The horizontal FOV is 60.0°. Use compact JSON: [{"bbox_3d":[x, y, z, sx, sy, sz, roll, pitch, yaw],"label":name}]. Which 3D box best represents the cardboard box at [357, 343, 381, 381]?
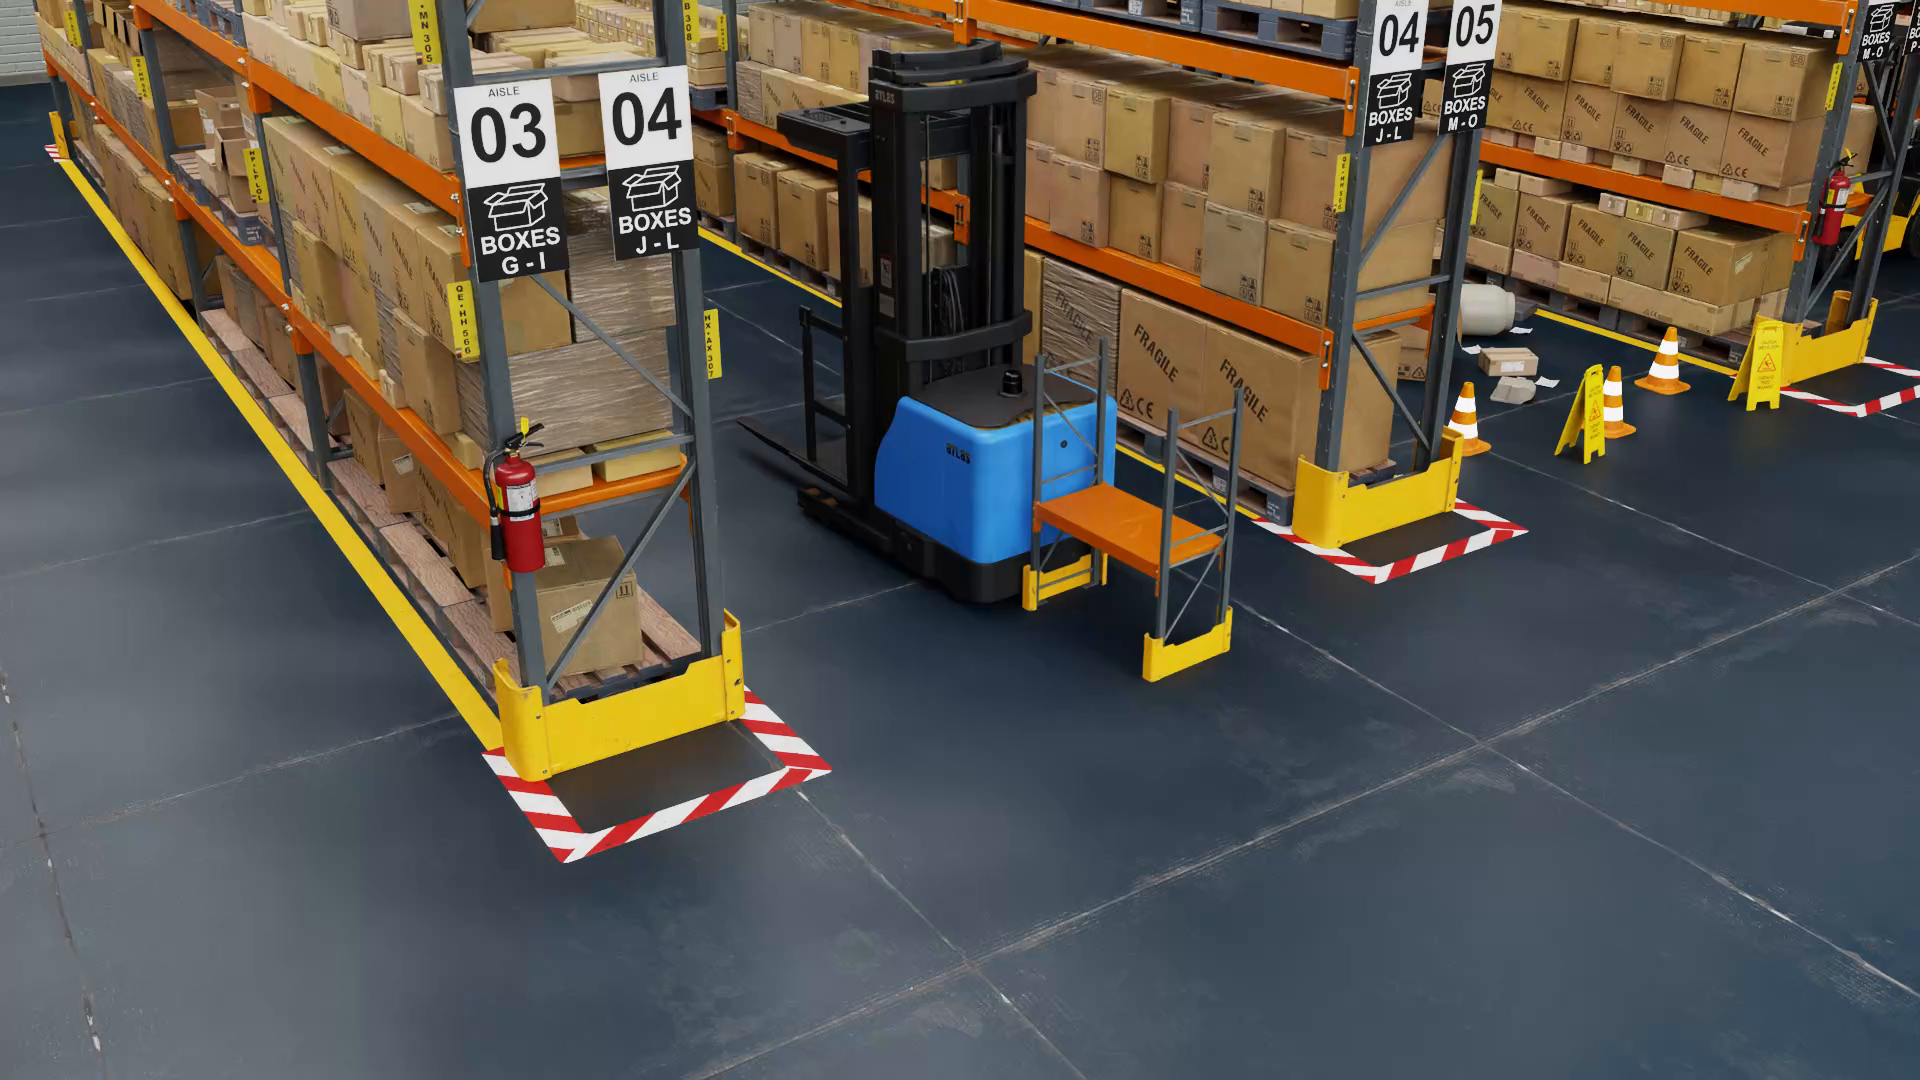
[{"bbox_3d":[-3.090,-1.013,9.177,0.380,0.149,0.250,-16,29,-30],"label":"cardboard box"}]

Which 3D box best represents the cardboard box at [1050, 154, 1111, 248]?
[{"bbox_3d":[1.152,-2.453,11.758,0.875,0.550,0.550,-16,29,-30],"label":"cardboard box"}]

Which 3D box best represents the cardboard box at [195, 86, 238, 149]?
[{"bbox_3d":[-5.641,-3.289,13.095,0.500,0.500,0.500,-20,32,-36],"label":"cardboard box"}]

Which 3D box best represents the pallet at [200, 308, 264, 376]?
[{"bbox_3d":[-5.544,-1.697,13.597,1.003,0.211,1.213,-16,29,-30],"label":"pallet"}]

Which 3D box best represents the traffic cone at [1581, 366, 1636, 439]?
[{"bbox_3d":[4.641,-1.012,11.851,0.336,0.463,0.334,-16,29,-30],"label":"traffic cone"}]

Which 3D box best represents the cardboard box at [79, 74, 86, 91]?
[{"bbox_3d":[-8.735,-4.680,16.944,0.380,0.149,0.250,-15,29,-29],"label":"cardboard box"}]

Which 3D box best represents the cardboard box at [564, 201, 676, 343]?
[{"bbox_3d":[-1.674,-1.268,7.787,0.500,0.500,0.500,-16,29,-30],"label":"cardboard box"}]

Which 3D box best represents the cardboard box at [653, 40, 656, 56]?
[{"bbox_3d":[-2.838,-4.917,16.606,0.380,0.149,0.250,-15,29,-29],"label":"cardboard box"}]

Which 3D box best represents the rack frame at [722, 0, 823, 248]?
[{"bbox_3d":[-1.758,-4.358,15.967,1.000,3.000,0.127,-16,29,-30],"label":"rack frame"}]

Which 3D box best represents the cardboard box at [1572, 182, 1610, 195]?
[{"bbox_3d":[5.624,-2.889,14.707,0.500,0.500,0.500,-14,29,-27],"label":"cardboard box"}]

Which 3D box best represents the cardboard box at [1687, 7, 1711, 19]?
[{"bbox_3d":[8.146,-5.772,18.086,0.380,0.149,0.250,-16,30,-30],"label":"cardboard box"}]

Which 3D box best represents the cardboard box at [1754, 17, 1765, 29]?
[{"bbox_3d":[8.612,-5.674,18.346,0.500,0.250,0.500,-16,30,-30],"label":"cardboard box"}]

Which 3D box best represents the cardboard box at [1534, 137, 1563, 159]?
[{"bbox_3d":[5.111,-3.356,14.139,0.380,0.149,0.250,-15,29,-29],"label":"cardboard box"}]

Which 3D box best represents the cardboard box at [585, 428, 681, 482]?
[{"bbox_3d":[-1.558,-0.420,7.921,0.380,0.149,0.250,-16,29,-30],"label":"cardboard box"}]

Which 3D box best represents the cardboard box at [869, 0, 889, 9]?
[{"bbox_3d":[-0.889,-7.489,22.482,0.500,0.500,0.500,-16,30,-30],"label":"cardboard box"}]

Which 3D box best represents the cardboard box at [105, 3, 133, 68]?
[{"bbox_3d":[-7.432,-4.693,15.384,0.797,0.503,0.637,-15,29,-29],"label":"cardboard box"}]

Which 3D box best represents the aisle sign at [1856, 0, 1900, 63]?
[{"bbox_3d":[6.492,-3.772,11.681,0.394,0.787,0.004,-16,29,-30],"label":"aisle sign"}]

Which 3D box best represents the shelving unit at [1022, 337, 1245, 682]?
[{"bbox_3d":[0.906,-0.192,8.901,0.587,1.500,1.083,-18,31,-33],"label":"shelving unit"}]

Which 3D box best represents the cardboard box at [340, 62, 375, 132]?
[{"bbox_3d":[-2.626,-2.141,7.934,0.500,0.250,0.500,-15,29,-28],"label":"cardboard box"}]

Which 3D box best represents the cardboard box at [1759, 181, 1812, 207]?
[{"bbox_3d":[6.318,-2.656,12.657,0.380,0.149,0.250,-14,29,-28],"label":"cardboard box"}]

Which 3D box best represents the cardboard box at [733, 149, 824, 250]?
[{"bbox_3d":[-1.501,-3.291,15.852,1.050,0.750,0.750,-16,30,-30],"label":"cardboard box"}]

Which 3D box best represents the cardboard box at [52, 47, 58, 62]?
[{"bbox_3d":[-9.856,-5.415,18.500,0.380,0.149,0.250,-16,30,-31],"label":"cardboard box"}]

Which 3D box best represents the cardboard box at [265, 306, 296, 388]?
[{"bbox_3d":[-4.653,-1.475,12.274,0.700,0.500,0.500,-18,31,-34],"label":"cardboard box"}]

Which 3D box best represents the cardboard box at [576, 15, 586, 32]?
[{"bbox_3d":[-3.969,-5.659,18.177,0.380,0.149,0.250,-16,30,-31],"label":"cardboard box"}]

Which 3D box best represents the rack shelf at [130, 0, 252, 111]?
[{"bbox_3d":[-4.877,-3.554,11.593,1.077,0.370,4.000,-16,29,-30],"label":"rack shelf"}]

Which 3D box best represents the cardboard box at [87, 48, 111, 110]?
[{"bbox_3d":[-8.111,-4.491,16.132,0.500,0.500,0.500,-15,29,-29],"label":"cardboard box"}]

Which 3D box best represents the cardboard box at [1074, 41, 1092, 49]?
[{"bbox_3d":[1.548,-5.779,19.153,0.500,0.250,0.500,-15,29,-29],"label":"cardboard box"}]

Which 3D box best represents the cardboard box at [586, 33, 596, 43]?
[{"bbox_3d":[-3.823,-5.428,18.038,0.380,0.149,0.250,-15,29,-29],"label":"cardboard box"}]

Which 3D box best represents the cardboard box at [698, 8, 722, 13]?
[{"bbox_3d":[-2.700,-5.473,17.436,0.380,0.149,0.250,-16,30,-30],"label":"cardboard box"}]

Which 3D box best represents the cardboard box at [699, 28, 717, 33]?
[{"bbox_3d":[-2.545,-4.862,16.140,0.380,0.149,0.250,-16,30,-30],"label":"cardboard box"}]

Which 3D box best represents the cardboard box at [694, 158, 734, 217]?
[{"bbox_3d":[-2.337,-3.592,16.780,0.500,0.500,0.500,-16,29,-30],"label":"cardboard box"}]

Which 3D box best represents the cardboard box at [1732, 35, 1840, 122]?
[{"bbox_3d":[6.239,-3.450,12.407,0.700,0.500,0.500,-16,30,-31],"label":"cardboard box"}]

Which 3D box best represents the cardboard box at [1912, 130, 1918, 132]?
[{"bbox_3d":[9.508,-3.877,16.507,0.500,0.250,0.500,-16,30,-31],"label":"cardboard box"}]

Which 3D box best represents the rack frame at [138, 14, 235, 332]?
[{"bbox_3d":[-5.969,-3.238,13.595,1.000,3.000,0.127,-16,29,-30],"label":"rack frame"}]

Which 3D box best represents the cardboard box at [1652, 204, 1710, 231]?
[{"bbox_3d":[5.789,-2.606,13.348,0.380,0.149,0.250,-15,29,-28],"label":"cardboard box"}]

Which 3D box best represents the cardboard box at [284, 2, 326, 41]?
[{"bbox_3d":[-3.291,-2.713,8.679,0.380,0.149,0.250,-16,30,-31],"label":"cardboard box"}]

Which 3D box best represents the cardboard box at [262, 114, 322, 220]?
[{"bbox_3d":[-3.753,-2.219,9.799,0.500,0.500,0.500,-16,29,-30],"label":"cardboard box"}]

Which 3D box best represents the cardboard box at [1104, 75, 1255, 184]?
[{"bbox_3d":[1.471,-2.760,11.143,0.875,0.550,0.500,-16,29,-30],"label":"cardboard box"}]

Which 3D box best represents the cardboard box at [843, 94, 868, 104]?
[{"bbox_3d":[-0.635,-3.458,13.944,0.500,0.500,0.500,-15,29,-29],"label":"cardboard box"}]

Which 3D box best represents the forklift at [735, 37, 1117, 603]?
[{"bbox_3d":[-0.377,-1.538,10.074,1.130,2.935,3.031,-18,31,-33],"label":"forklift"}]

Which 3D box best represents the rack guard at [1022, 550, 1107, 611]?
[{"bbox_3d":[0.604,0.204,9.526,0.587,0.250,0.087,-18,31,-33],"label":"rack guard"}]

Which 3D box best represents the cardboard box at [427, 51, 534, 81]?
[{"bbox_3d":[-2.059,-1.992,7.152,0.380,0.149,0.250,-17,30,-31],"label":"cardboard box"}]

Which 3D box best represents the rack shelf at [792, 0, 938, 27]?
[{"bbox_3d":[-0.941,-7.368,23.187,1.077,0.370,4.000,-16,29,-30],"label":"rack shelf"}]

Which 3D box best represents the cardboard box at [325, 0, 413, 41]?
[{"bbox_3d":[-2.660,-2.634,7.751,0.500,0.500,0.500,-16,29,-30],"label":"cardboard box"}]

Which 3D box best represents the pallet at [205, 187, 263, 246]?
[{"bbox_3d":[-4.854,-2.453,12.156,1.003,0.211,1.213,-16,29,-30],"label":"pallet"}]

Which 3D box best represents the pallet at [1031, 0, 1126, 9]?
[{"bbox_3d":[0.863,-3.948,11.690,1.003,0.211,1.213,-16,29,-30],"label":"pallet"}]

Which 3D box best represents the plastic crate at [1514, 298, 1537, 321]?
[{"bbox_3d":[4.688,-2.044,14.485,0.583,0.080,0.402,18,31,33],"label":"plastic crate"}]

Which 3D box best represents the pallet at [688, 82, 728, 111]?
[{"bbox_3d":[-2.236,-4.501,16.495,1.213,0.211,1.003,-16,29,-30],"label":"pallet"}]

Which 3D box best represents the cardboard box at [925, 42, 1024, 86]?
[{"bbox_3d":[0.149,-3.600,13.075,0.700,0.500,0.500,-16,30,-30],"label":"cardboard box"}]

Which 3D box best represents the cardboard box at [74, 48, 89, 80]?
[{"bbox_3d":[-8.614,-4.832,16.799,0.500,0.250,0.500,-16,30,-31],"label":"cardboard box"}]

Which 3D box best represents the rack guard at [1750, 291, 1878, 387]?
[{"bbox_3d":[6.660,-1.583,13.017,1.175,0.500,0.348,-16,29,-30],"label":"rack guard"}]

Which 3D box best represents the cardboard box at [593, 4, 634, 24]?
[{"bbox_3d":[-3.683,-5.605,17.715,0.380,0.149,0.250,-16,30,-30],"label":"cardboard box"}]

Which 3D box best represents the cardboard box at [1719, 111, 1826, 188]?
[{"bbox_3d":[6.174,-2.995,12.616,0.500,0.500,0.500,-16,30,-30],"label":"cardboard box"}]

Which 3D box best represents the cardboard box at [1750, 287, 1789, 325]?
[{"bbox_3d":[6.493,-1.985,13.671,0.500,0.250,0.500,-16,30,-30],"label":"cardboard box"}]

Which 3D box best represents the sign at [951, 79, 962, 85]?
[{"bbox_3d":[-0.024,-3.285,12.431,0.100,0.325,0.005,-16,29,-30],"label":"sign"}]
